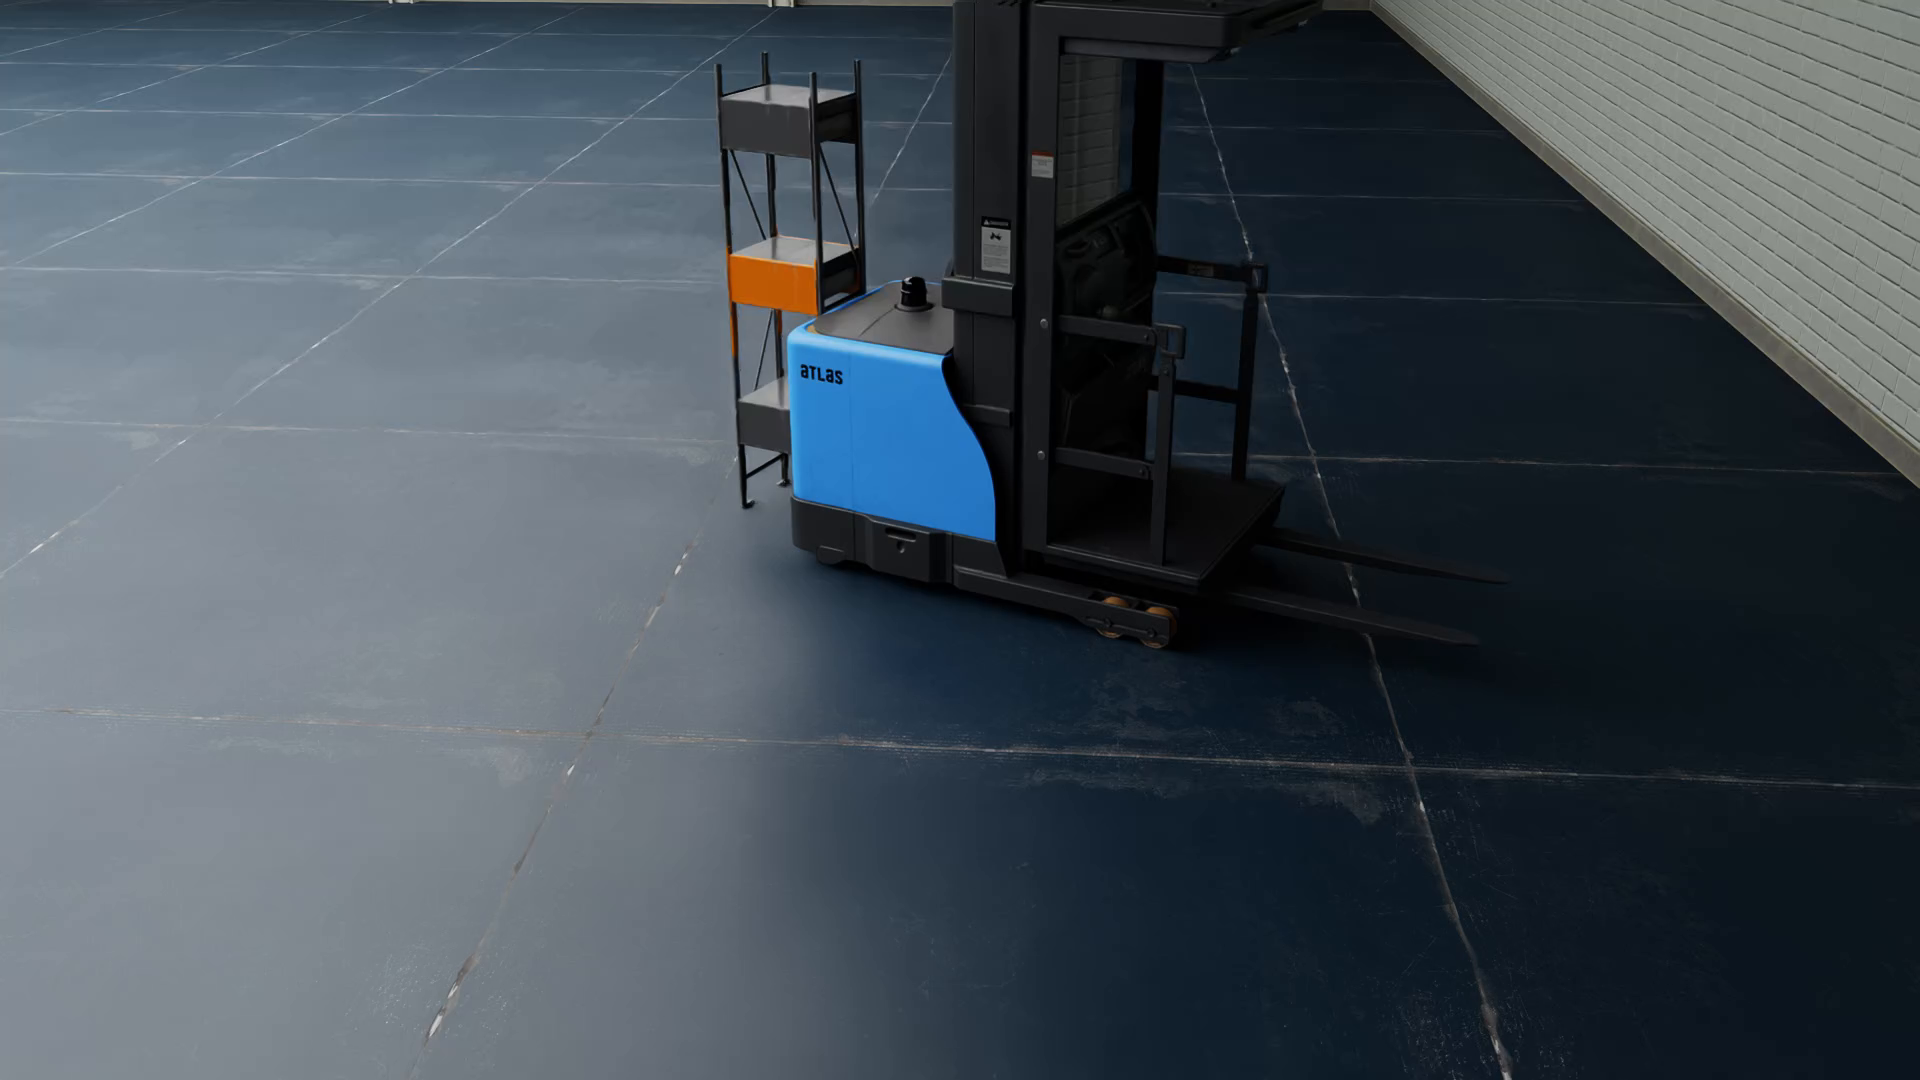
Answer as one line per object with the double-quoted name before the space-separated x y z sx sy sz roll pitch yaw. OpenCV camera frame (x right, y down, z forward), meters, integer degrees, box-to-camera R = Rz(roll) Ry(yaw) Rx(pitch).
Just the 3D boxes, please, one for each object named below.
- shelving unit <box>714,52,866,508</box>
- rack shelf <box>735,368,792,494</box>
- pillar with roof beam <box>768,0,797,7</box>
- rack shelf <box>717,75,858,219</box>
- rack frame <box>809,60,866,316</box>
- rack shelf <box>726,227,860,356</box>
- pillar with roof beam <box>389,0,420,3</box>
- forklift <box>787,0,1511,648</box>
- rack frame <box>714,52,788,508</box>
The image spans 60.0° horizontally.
"shelving unit" -0.752 -1.136 7.707 0.503 2.100 0.431 12 27 25
"rack shelf" -0.752 -0.488 8.005 0.480 0.518 0.431 12 27 25
"pillar with roof beam" -3.066 -10.552 19.918 0.400 9.000 9.100 2 25 4
"rack shelf" -0.752 -1.759 7.420 0.480 0.518 0.431 12 27 25
"rack frame" -0.536 -1.089 7.604 0.015 2.100 0.400 12 27 25
"rack shelf" -0.752 -1.123 7.712 0.480 0.518 0.431 12 27 25
"pillar with roof beam" -9.048 -10.744 20.335 0.400 9.000 9.100 2 25 4
"forklift" 0.786 -1.143 6.728 3.031 2.935 1.130 12 27 25
"rack frame" -0.969 -1.183 7.809 0.015 2.100 0.400 12 27 25
